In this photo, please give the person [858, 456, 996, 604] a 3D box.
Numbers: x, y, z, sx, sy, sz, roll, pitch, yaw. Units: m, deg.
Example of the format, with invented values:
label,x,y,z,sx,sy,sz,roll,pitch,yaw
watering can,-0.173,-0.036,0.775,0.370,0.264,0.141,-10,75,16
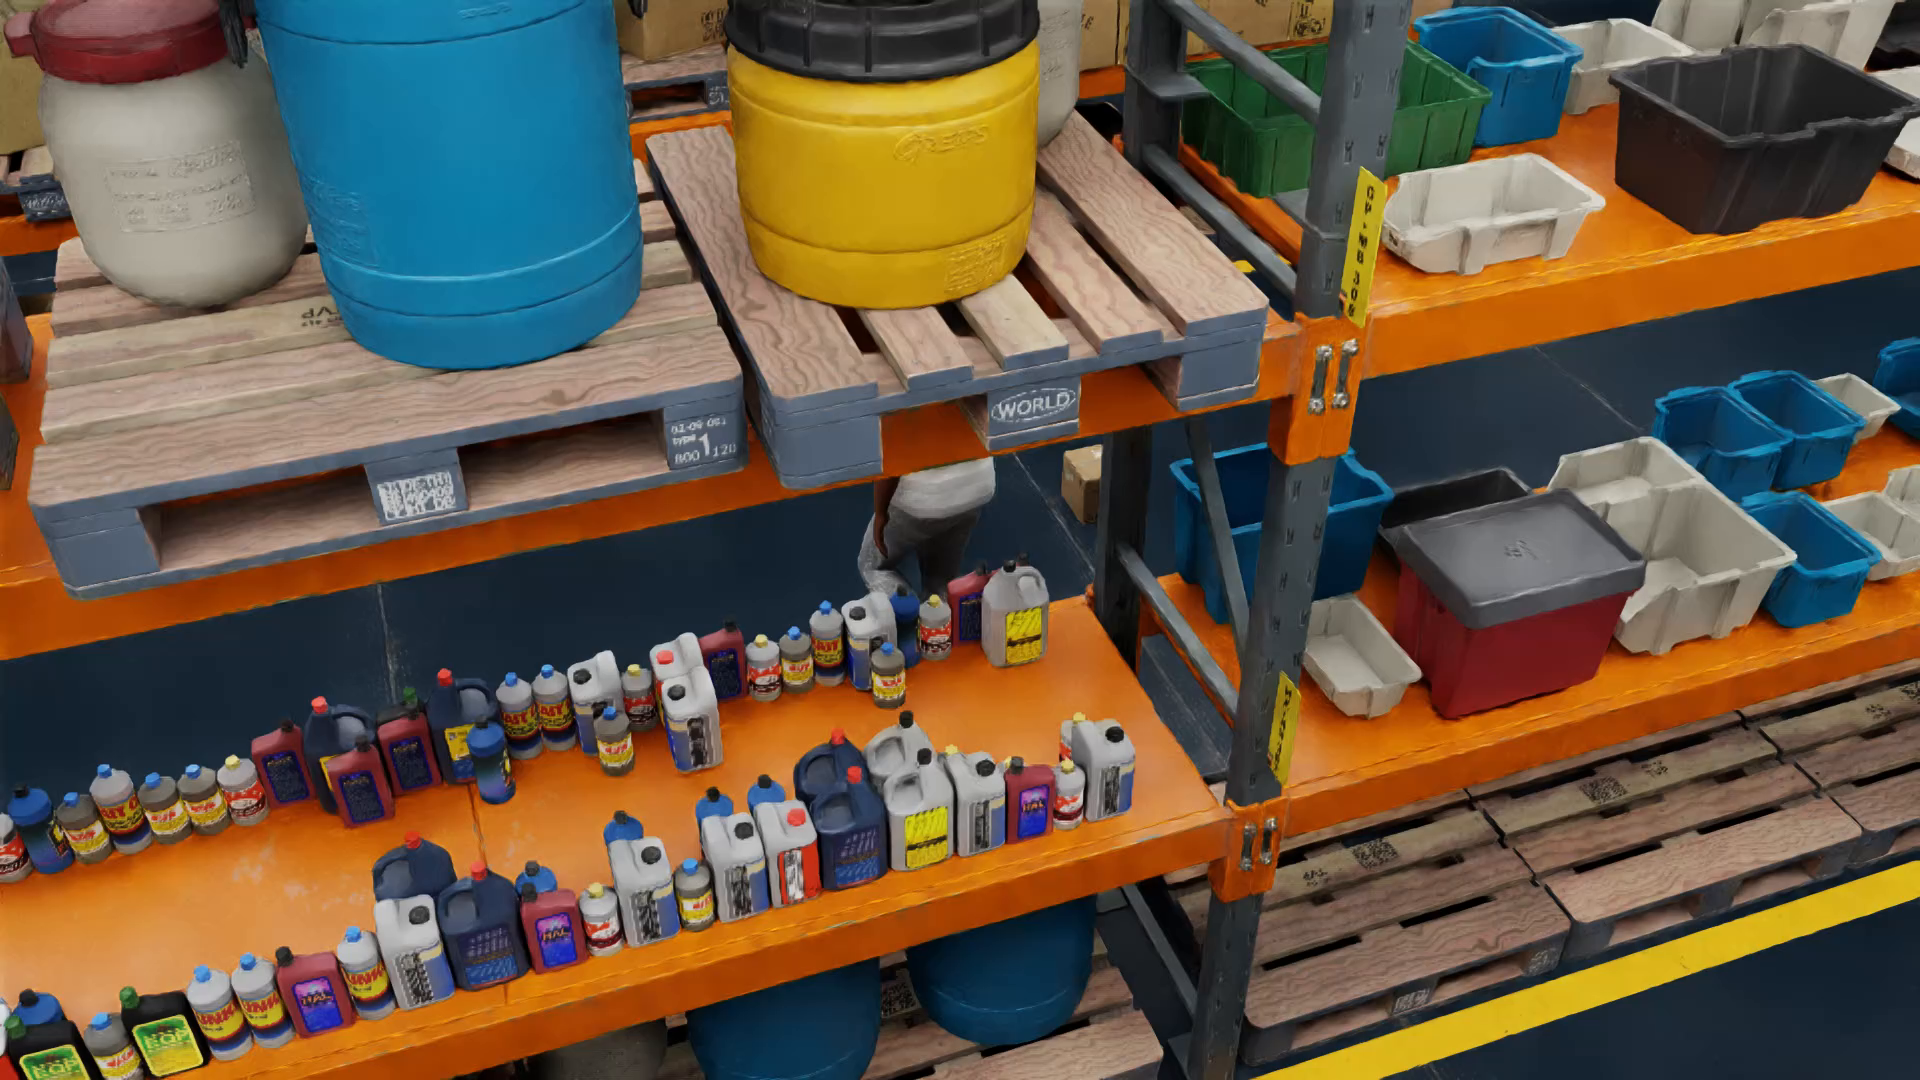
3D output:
label,x,y,z,sx,sy,sz,roll,pitch,yaw
person,-0.071,-0.155,6.334,0.637,1.750,0.500,-24,43,-28
